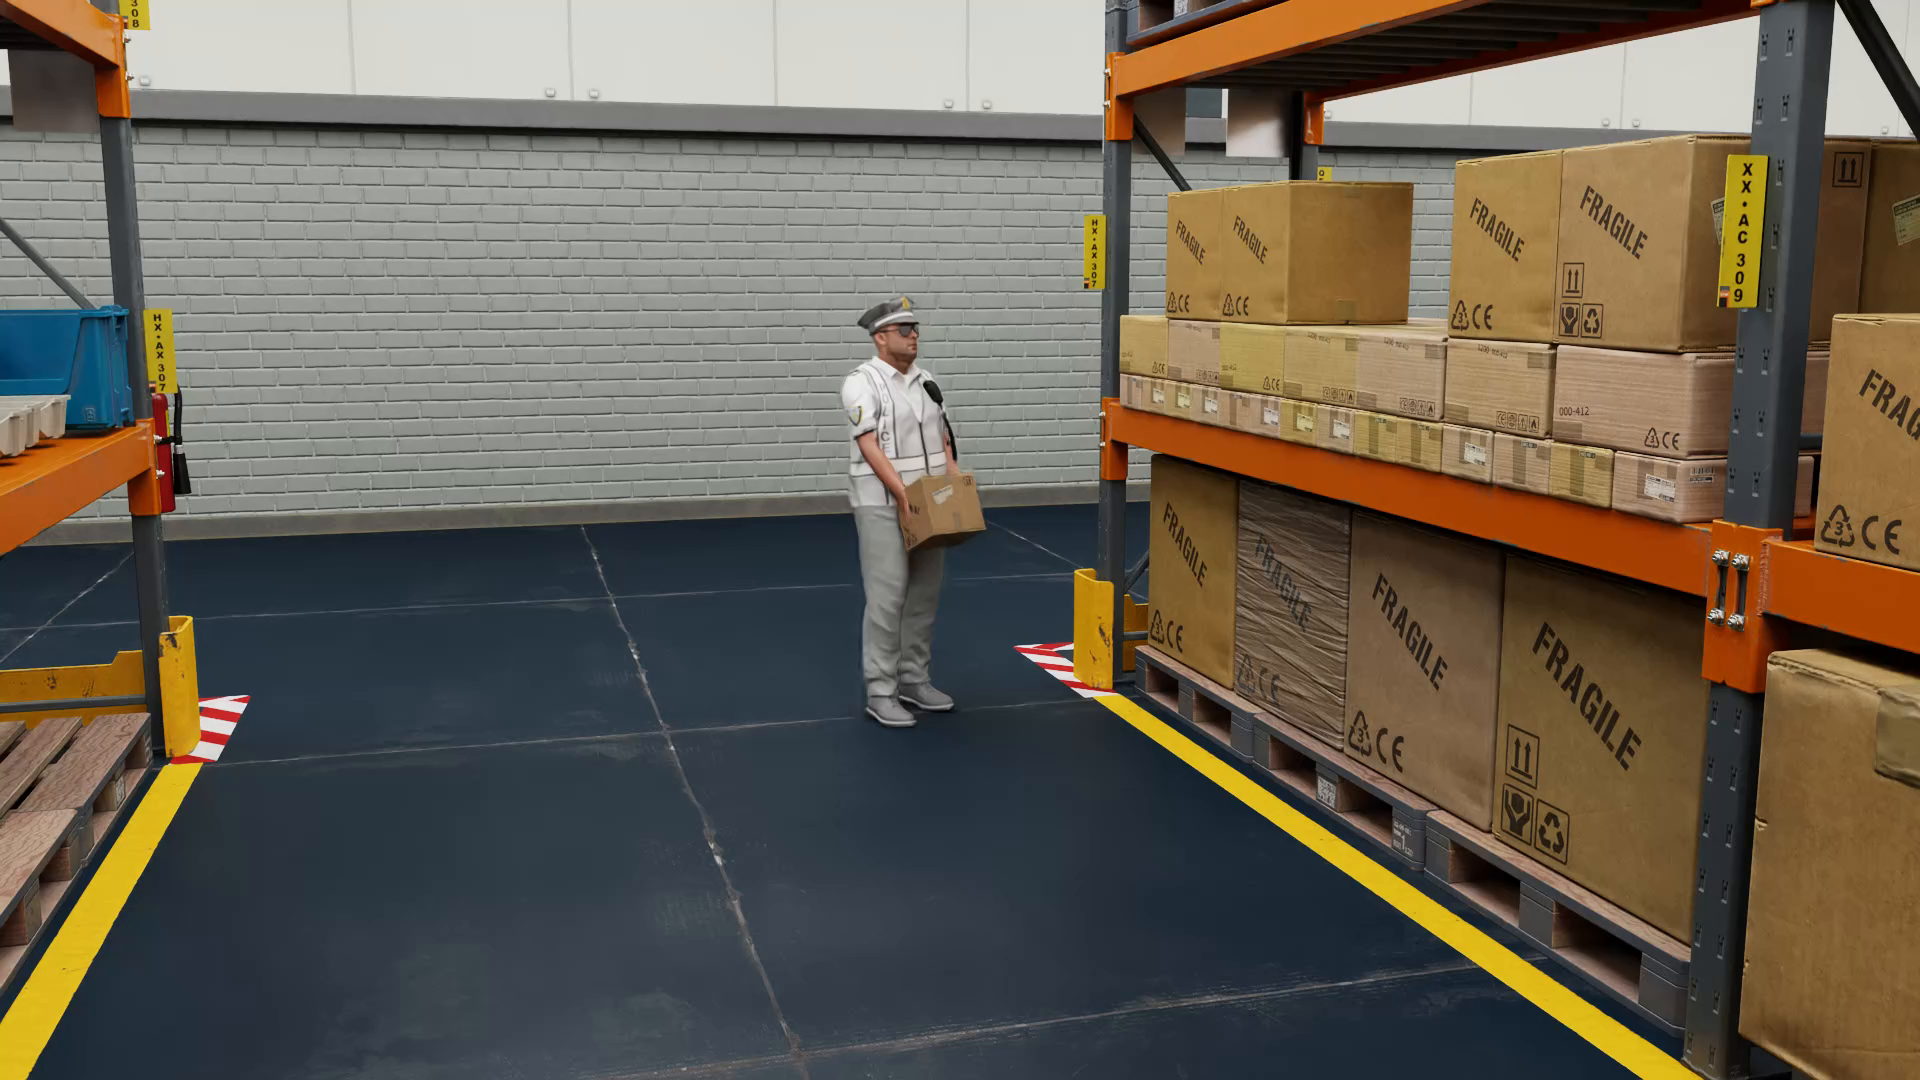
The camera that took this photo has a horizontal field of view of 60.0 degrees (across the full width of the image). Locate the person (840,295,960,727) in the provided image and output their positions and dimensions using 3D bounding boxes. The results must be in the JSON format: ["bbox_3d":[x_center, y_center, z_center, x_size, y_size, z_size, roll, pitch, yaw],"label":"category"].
[{"bbox_3d":[-0.228,-0.144,7.124,0.528,1.787,0.561,9,12,42],"label":"person"}]
